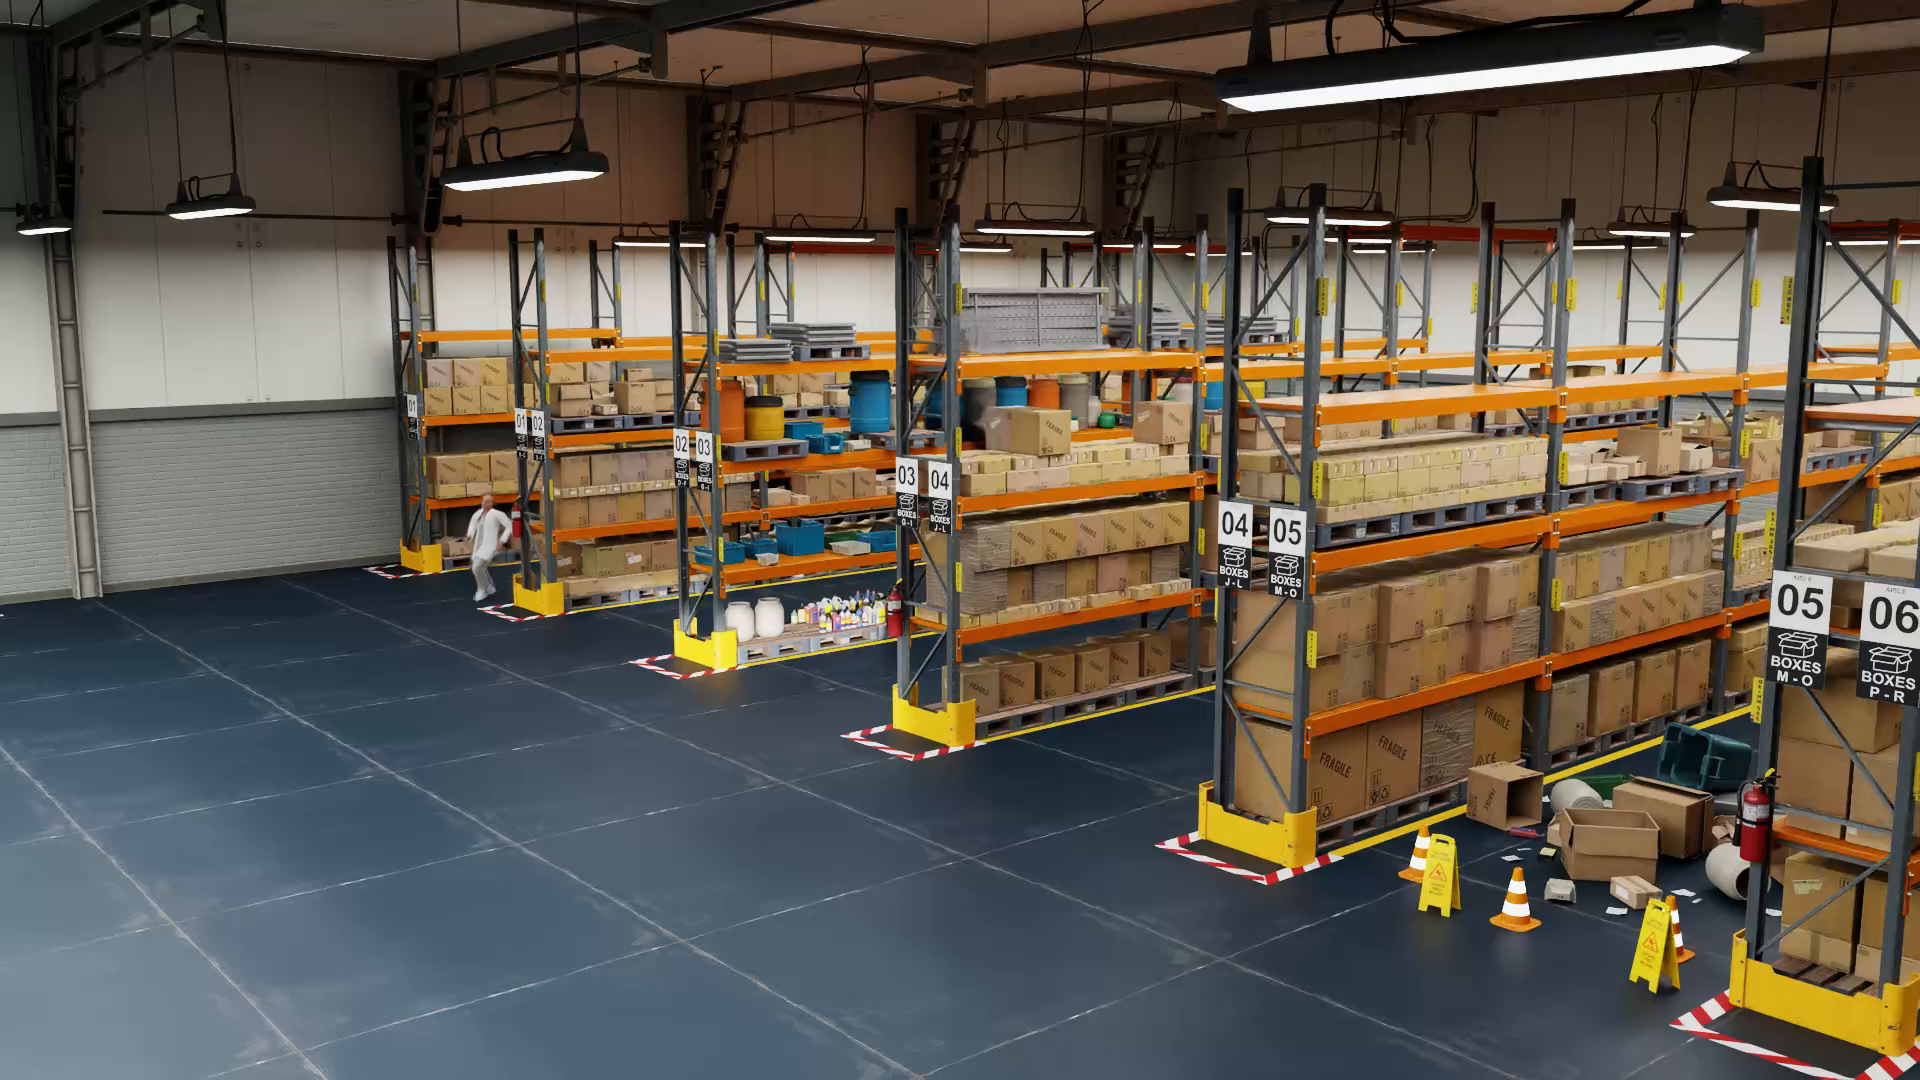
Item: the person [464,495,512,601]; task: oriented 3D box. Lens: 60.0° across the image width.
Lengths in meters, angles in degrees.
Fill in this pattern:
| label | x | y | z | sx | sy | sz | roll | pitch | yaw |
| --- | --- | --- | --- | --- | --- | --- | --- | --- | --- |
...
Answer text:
| label | x | y | z | sx | sy | sz | roll | pitch | yaw |
| --- | --- | --- | --- | --- | --- | --- | --- | --- | --- |
| person | -7.759 | 0.132 | 27.291 | 0.773 | 1.761 | 0.693 | 5 | 10 | 30 |
